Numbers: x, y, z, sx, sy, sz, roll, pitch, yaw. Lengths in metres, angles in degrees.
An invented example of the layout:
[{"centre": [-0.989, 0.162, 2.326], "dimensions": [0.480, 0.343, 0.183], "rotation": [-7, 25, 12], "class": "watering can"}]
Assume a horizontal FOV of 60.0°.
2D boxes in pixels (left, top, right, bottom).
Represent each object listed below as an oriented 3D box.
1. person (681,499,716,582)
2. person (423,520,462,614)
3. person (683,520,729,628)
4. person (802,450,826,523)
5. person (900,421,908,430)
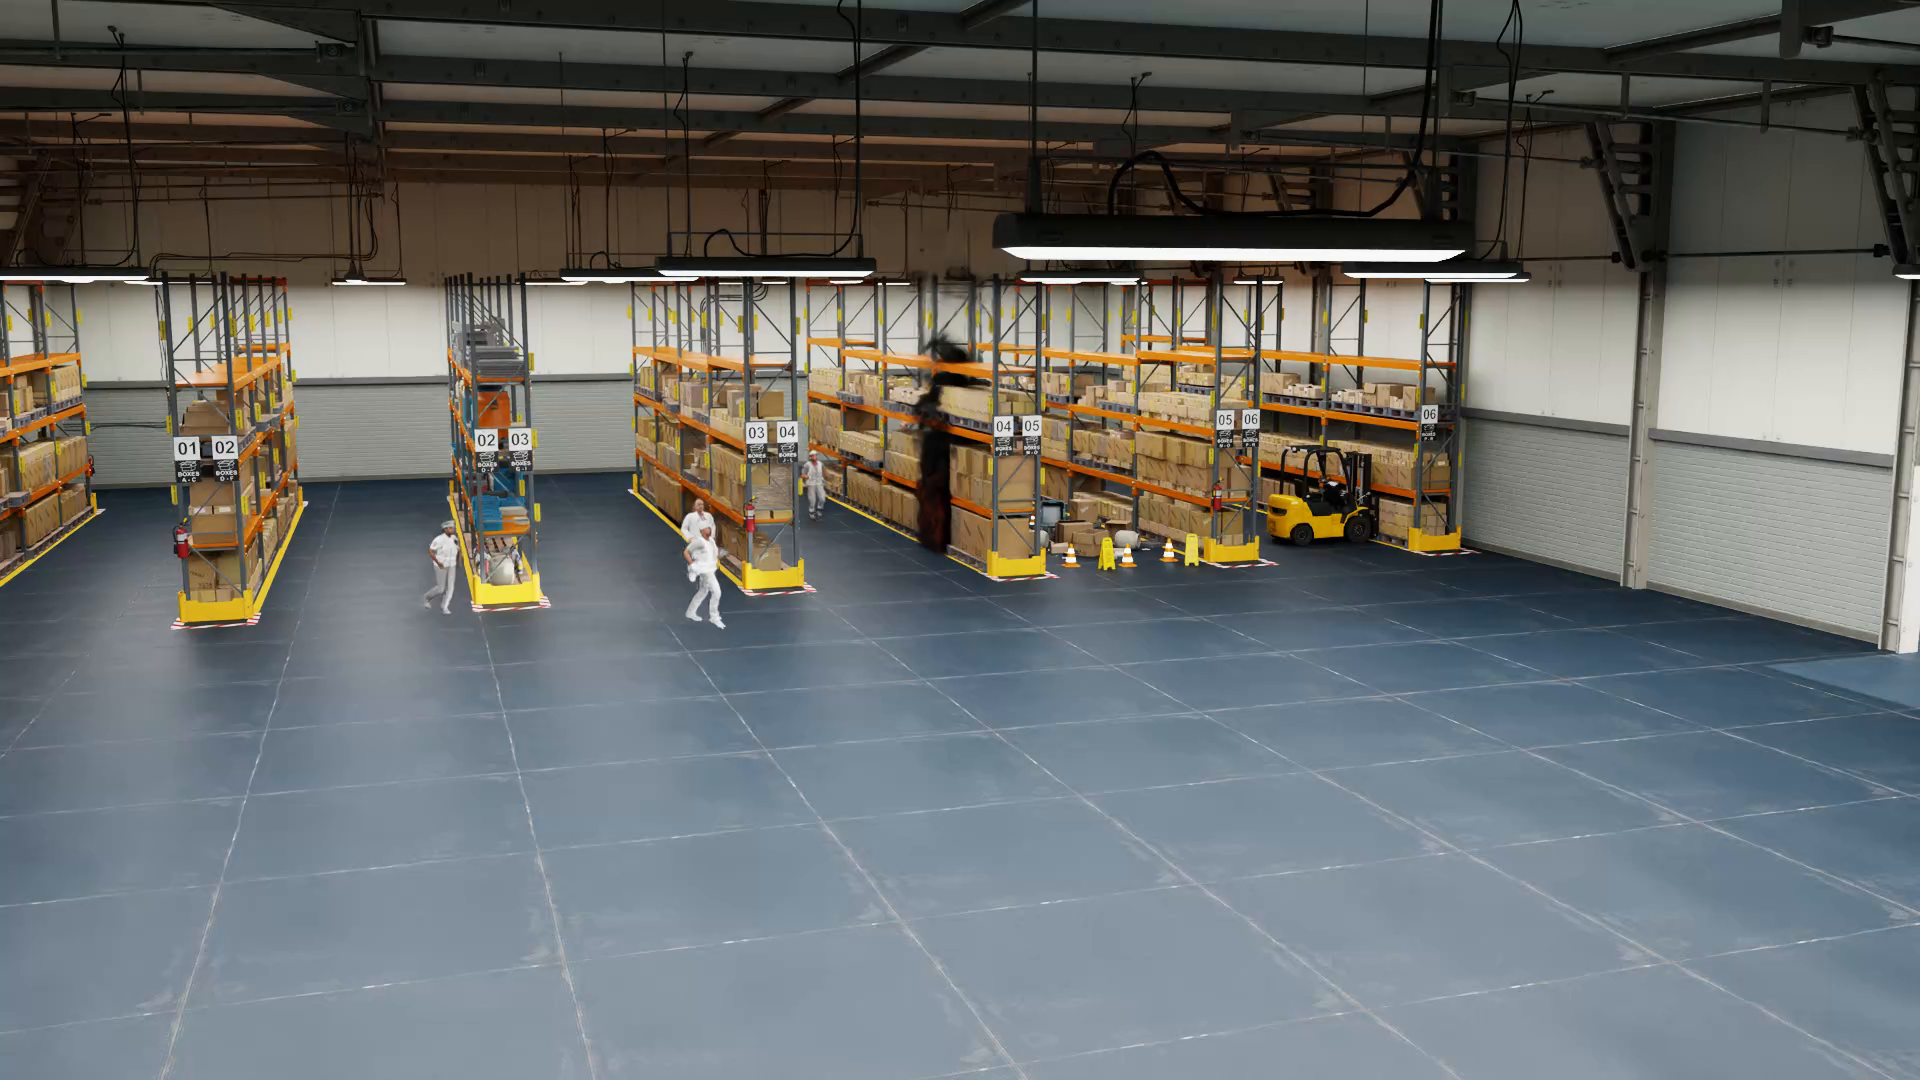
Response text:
[{"centre": [-4.956, 0.082, 31.793], "dimensions": [0.704, 1.721, 0.778], "rotation": [-5, 10, -28], "class": "person"}, {"centre": [-9.160, 0.460, 29.596], "dimensions": [0.654, 1.639, 0.658], "rotation": [7, 11, 37], "class": "person"}, {"centre": [-4.331, 0.579, 28.322], "dimensions": [0.803, 1.846, 0.667], "rotation": [1, 9, 9], "class": "person"}, {"centre": [-3.517, -1.294, 40.432], "dimensions": [0.628, 1.785, 0.693], "rotation": [-3, 9, -19], "class": "person"}, {"centre": [-1.706, -2.786, 50.738], "dimensions": [0.822, 1.736, 0.722], "rotation": [-2, 9, -14], "class": "person"}]
